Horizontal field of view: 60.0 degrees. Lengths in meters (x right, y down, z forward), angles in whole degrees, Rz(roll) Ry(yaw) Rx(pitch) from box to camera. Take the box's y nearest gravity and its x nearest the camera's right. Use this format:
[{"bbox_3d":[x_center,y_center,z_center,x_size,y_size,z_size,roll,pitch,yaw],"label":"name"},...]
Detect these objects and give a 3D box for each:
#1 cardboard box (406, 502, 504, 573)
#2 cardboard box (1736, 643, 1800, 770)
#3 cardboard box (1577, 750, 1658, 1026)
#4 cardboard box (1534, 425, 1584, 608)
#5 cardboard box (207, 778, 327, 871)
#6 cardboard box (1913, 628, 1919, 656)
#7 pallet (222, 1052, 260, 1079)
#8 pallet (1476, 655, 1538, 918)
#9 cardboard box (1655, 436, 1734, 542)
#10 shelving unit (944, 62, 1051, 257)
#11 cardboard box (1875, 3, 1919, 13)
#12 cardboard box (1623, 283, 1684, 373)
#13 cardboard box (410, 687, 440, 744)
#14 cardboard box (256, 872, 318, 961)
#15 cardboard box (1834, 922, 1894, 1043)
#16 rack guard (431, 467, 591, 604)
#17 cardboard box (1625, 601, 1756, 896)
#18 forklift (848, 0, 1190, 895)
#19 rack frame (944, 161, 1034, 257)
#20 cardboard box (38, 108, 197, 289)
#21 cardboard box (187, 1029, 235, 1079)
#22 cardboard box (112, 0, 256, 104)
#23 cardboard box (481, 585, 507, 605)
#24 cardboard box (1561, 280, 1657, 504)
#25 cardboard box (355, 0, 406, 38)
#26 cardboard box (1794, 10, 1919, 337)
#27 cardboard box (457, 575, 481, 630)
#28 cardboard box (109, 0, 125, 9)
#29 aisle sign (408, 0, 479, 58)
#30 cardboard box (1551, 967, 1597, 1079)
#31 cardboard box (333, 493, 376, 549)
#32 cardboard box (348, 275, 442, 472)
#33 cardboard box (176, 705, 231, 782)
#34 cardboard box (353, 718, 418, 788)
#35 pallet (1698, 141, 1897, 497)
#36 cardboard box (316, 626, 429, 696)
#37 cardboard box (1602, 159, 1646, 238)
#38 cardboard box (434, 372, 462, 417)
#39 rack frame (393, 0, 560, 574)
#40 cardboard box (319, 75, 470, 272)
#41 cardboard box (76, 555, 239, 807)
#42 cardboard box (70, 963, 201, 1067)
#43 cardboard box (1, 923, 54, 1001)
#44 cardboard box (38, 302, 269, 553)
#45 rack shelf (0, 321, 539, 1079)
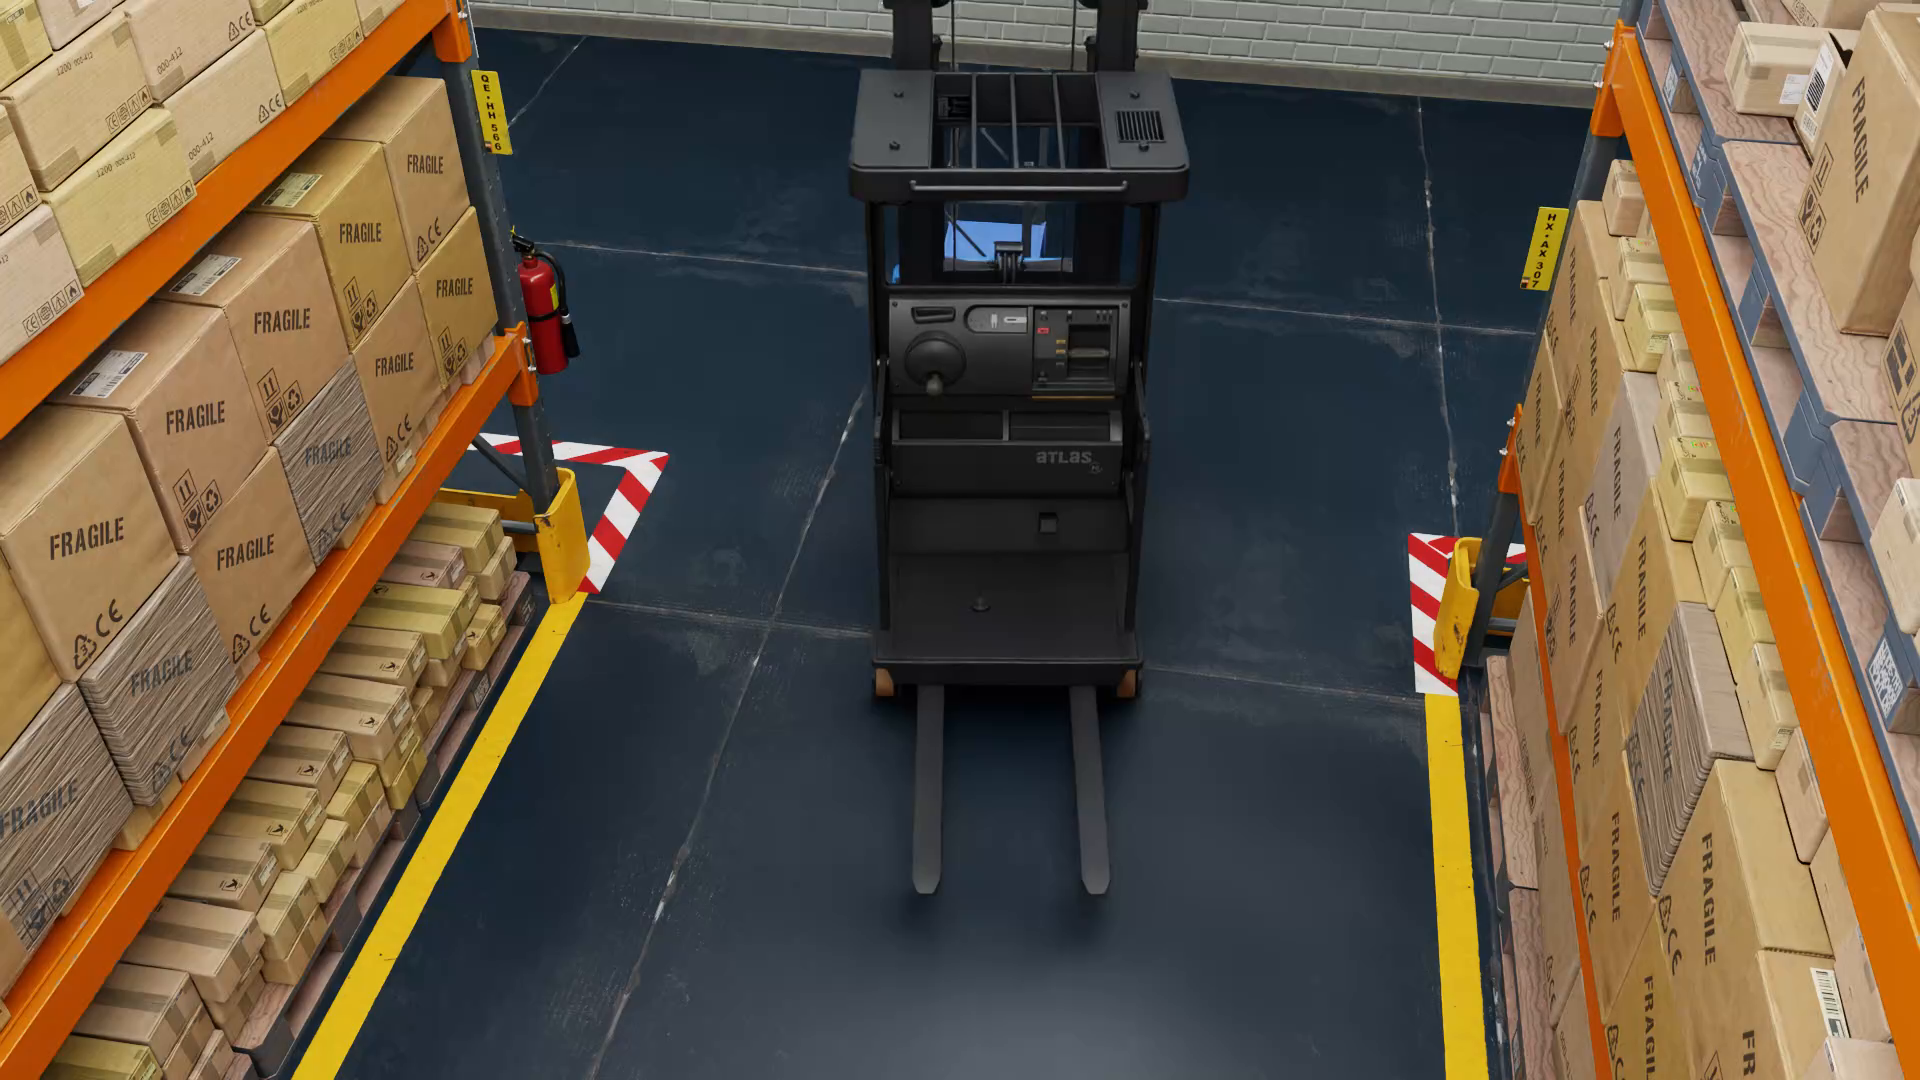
[{"bbox_3d":[-2.116,-0.016,6.857,0.380,0.149,0.250,7,40,8],"label":"cardboard box"},{"bbox_3d":[1.906,0.376,3.570,0.380,0.149,0.250,6,40,7],"label":"cardboard box"},{"bbox_3d":[1.912,0.910,4.217,0.500,0.500,0.500,6,40,7],"label":"cardboard box"},{"bbox_3d":[2.193,-0.050,5.378,0.500,0.500,0.500,6,40,7],"label":"cardboard box"},{"bbox_3d":[-2.407,0.963,5.673,0.380,0.149,0.250,7,40,8],"label":"cardboard box"},{"bbox_3d":[1.722,0.168,2.536,0.396,0.266,0.258,8,40,9],"label":"cardboard box"},{"bbox_3d":[-2.885,2.076,5.074,1.003,0.211,1.213,6,40,8],"label":"pallet"},{"bbox_3d":[2.558,0.983,6.395,1.003,0.211,1.213,6,40,8],"label":"pallet"},{"bbox_3d":[1.975,-0.115,4.162,0.380,0.149,0.250,5,40,7],"label":"cardboard box"},{"bbox_3d":[0.140,-1.448,8.324,0.538,1.500,1.048,4,40,5],"label":"shelving unit"},{"bbox_3d":[2.636,-1.297,4.400,0.380,0.149,0.250,4,40,4],"label":"cardboard box"},{"bbox_3d":[2.124,-0.593,4.741,0.380,0.149,0.250,5,40,6],"label":"cardboard box"},{"bbox_3d":[-2.265,0.691,6.467,0.380,0.149,0.250,7,40,8],"label":"cardboard box"},{"bbox_3d":[-2.400,1.240,5.570,0.380,0.149,0.250,6,40,7],"label":"cardboard box"},{"bbox_3d":[1.819,0.853,2.992,0.380,0.149,0.250,7,40,9],"label":"cardboard box"},{"bbox_3d":[-2.287,-0.073,7.446,1.175,0.500,0.348,6,40,8],"label":"rack guard"},{"bbox_3d":[1.911,0.520,3.904,0.500,0.500,0.500,7,40,8],"label":"cardboard box"},{"bbox_3d":[0.191,-0.670,6.260,1.130,2.935,3.031,0,40,0],"label":"forklift"},{"bbox_3d":[0.080,-1.126,7.935,0.500,1.500,0.032,4,40,5],"label":"rack frame"},{"bbox_3d":[-2.345,-0.901,4.249,0.500,0.250,0.500,8,40,10],"label":"cardboard box"},{"bbox_3d":[-2.554,1.677,5.276,0.380,0.149,0.250,6,40,7],"label":"cardboard box"},{"bbox_3d":[-2.281,-1.416,4.479,0.500,0.250,0.500,7,40,8],"label":"cardboard box"},{"bbox_3d":[-2.159,0.206,7.054,0.380,0.149,0.250,7,40,8],"label":"cardboard box"},{"bbox_3d":[2.173,-0.431,5.054,0.500,0.500,0.500,5,40,6],"label":"cardboard box"},{"bbox_3d":[-2.092,-1.868,5.419,0.500,0.250,0.500,6,40,7],"label":"cardboard box"},{"bbox_3d":[2.123,-0.748,3.460,0.500,0.500,0.500,7,40,8],"label":"cardboard box"},{"bbox_3d":[-2.182,0.259,6.757,0.380,0.149,0.250,6,40,7],"label":"cardboard box"},{"bbox_3d":[-2.295,-1.487,4.253,0.380,0.149,0.250,7,40,9],"label":"cardboard box"},{"bbox_3d":[-1.966,-2.099,5.894,0.394,0.787,0.004,6,40,8],"label":"aisle sign"},{"bbox_3d":[2.296,1.790,4.912,0.875,0.438,0.875,5,40,6],"label":"cardboard box"},{"bbox_3d":[-2.256,-0.116,5.733,0.380,0.149,0.250,5,40,6],"label":"cardboard box"},{"bbox_3d":[-2.192,-0.604,5.815,0.500,0.500,0.500,6,40,7],"label":"cardboard box"},{"bbox_3d":[-2.415,0.550,4.928,0.380,0.149,0.250,8,40,10],"label":"cardboard box"},{"bbox_3d":[-2.249,0.754,6.159,0.380,0.149,0.250,7,40,8],"label":"cardboard box"},{"bbox_3d":[2.292,-0.489,3.703,1.003,0.211,1.213,6,40,8],"label":"pallet"},{"bbox_3d":[-2.243,0.467,6.272,0.380,0.149,0.250,5,40,6],"label":"cardboard box"},{"bbox_3d":[2.285,-1.083,5.334,0.380,0.149,0.250,7,40,9],"label":"cardboard box"},{"bbox_3d":[-2.132,-0.600,6.318,0.380,0.149,0.250,6,40,8],"label":"cardboard box"},{"bbox_3d":[-2.274,-1.084,6.707,1.000,3.000,0.127,6,40,8],"label":"rack frame"},{"bbox_3d":[-2.108,-1.308,5.881,0.500,0.500,0.500,6,40,7],"label":"cardboard box"},{"bbox_3d":[-2.431,0.367,4.641,0.500,0.500,0.500,6,40,7],"label":"cardboard box"},{"bbox_3d":[-2.578,1.444,5.090,0.380,0.149,0.250,5,40,7],"label":"cardboard box"},{"bbox_3d":[-2.629,1.038,4.338,0.380,0.149,0.250,5,40,6],"label":"cardboard box"},{"bbox_3d":[-2.365,-0.330,4.699,0.500,0.500,0.500,5,40,6],"label":"cardboard box"},{"bbox_3d":[-2.620,0.448,5.418,1.077,0.370,4.000,6,40,8],"label":"rack shelf"}]
